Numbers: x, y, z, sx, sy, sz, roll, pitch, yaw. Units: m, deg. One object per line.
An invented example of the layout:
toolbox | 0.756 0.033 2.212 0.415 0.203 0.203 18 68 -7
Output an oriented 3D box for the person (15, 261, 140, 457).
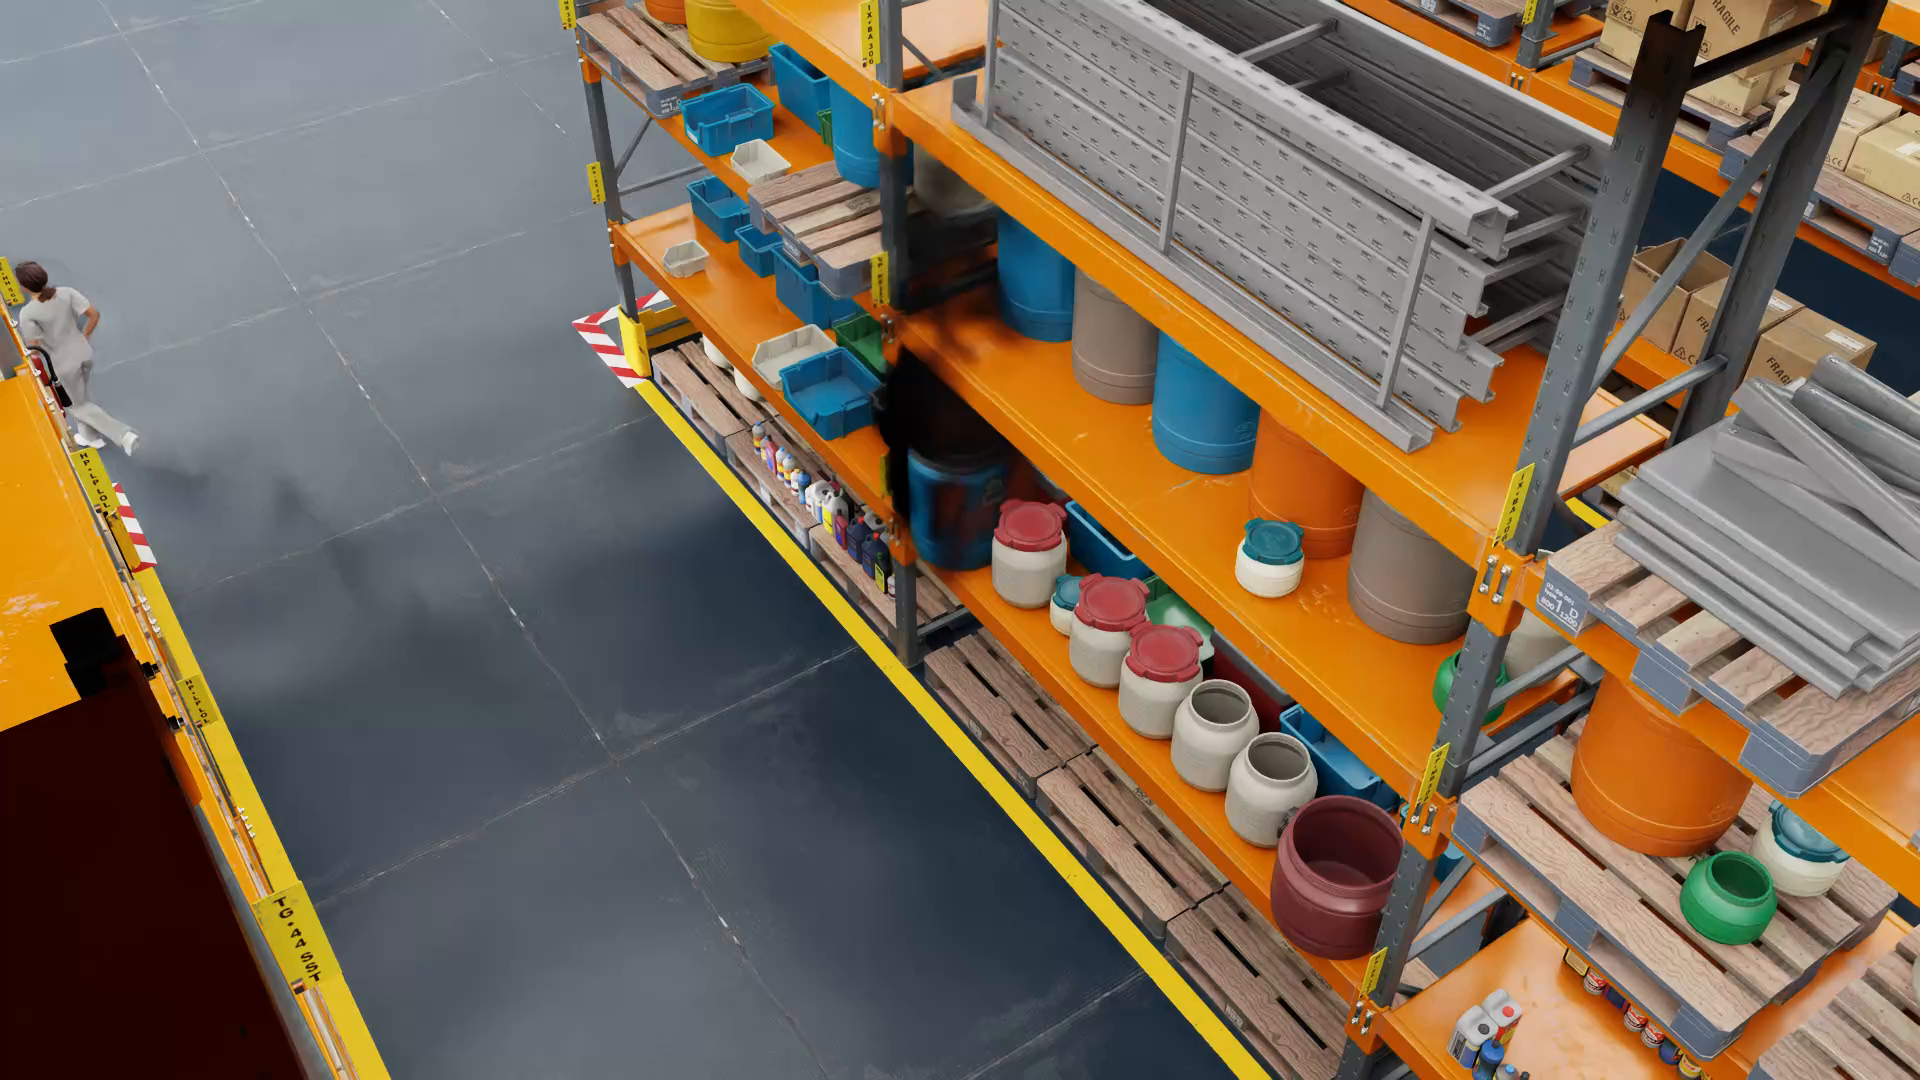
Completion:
person | -6.337 -1.260 11.931 0.814 1.652 0.556 17 45 18
